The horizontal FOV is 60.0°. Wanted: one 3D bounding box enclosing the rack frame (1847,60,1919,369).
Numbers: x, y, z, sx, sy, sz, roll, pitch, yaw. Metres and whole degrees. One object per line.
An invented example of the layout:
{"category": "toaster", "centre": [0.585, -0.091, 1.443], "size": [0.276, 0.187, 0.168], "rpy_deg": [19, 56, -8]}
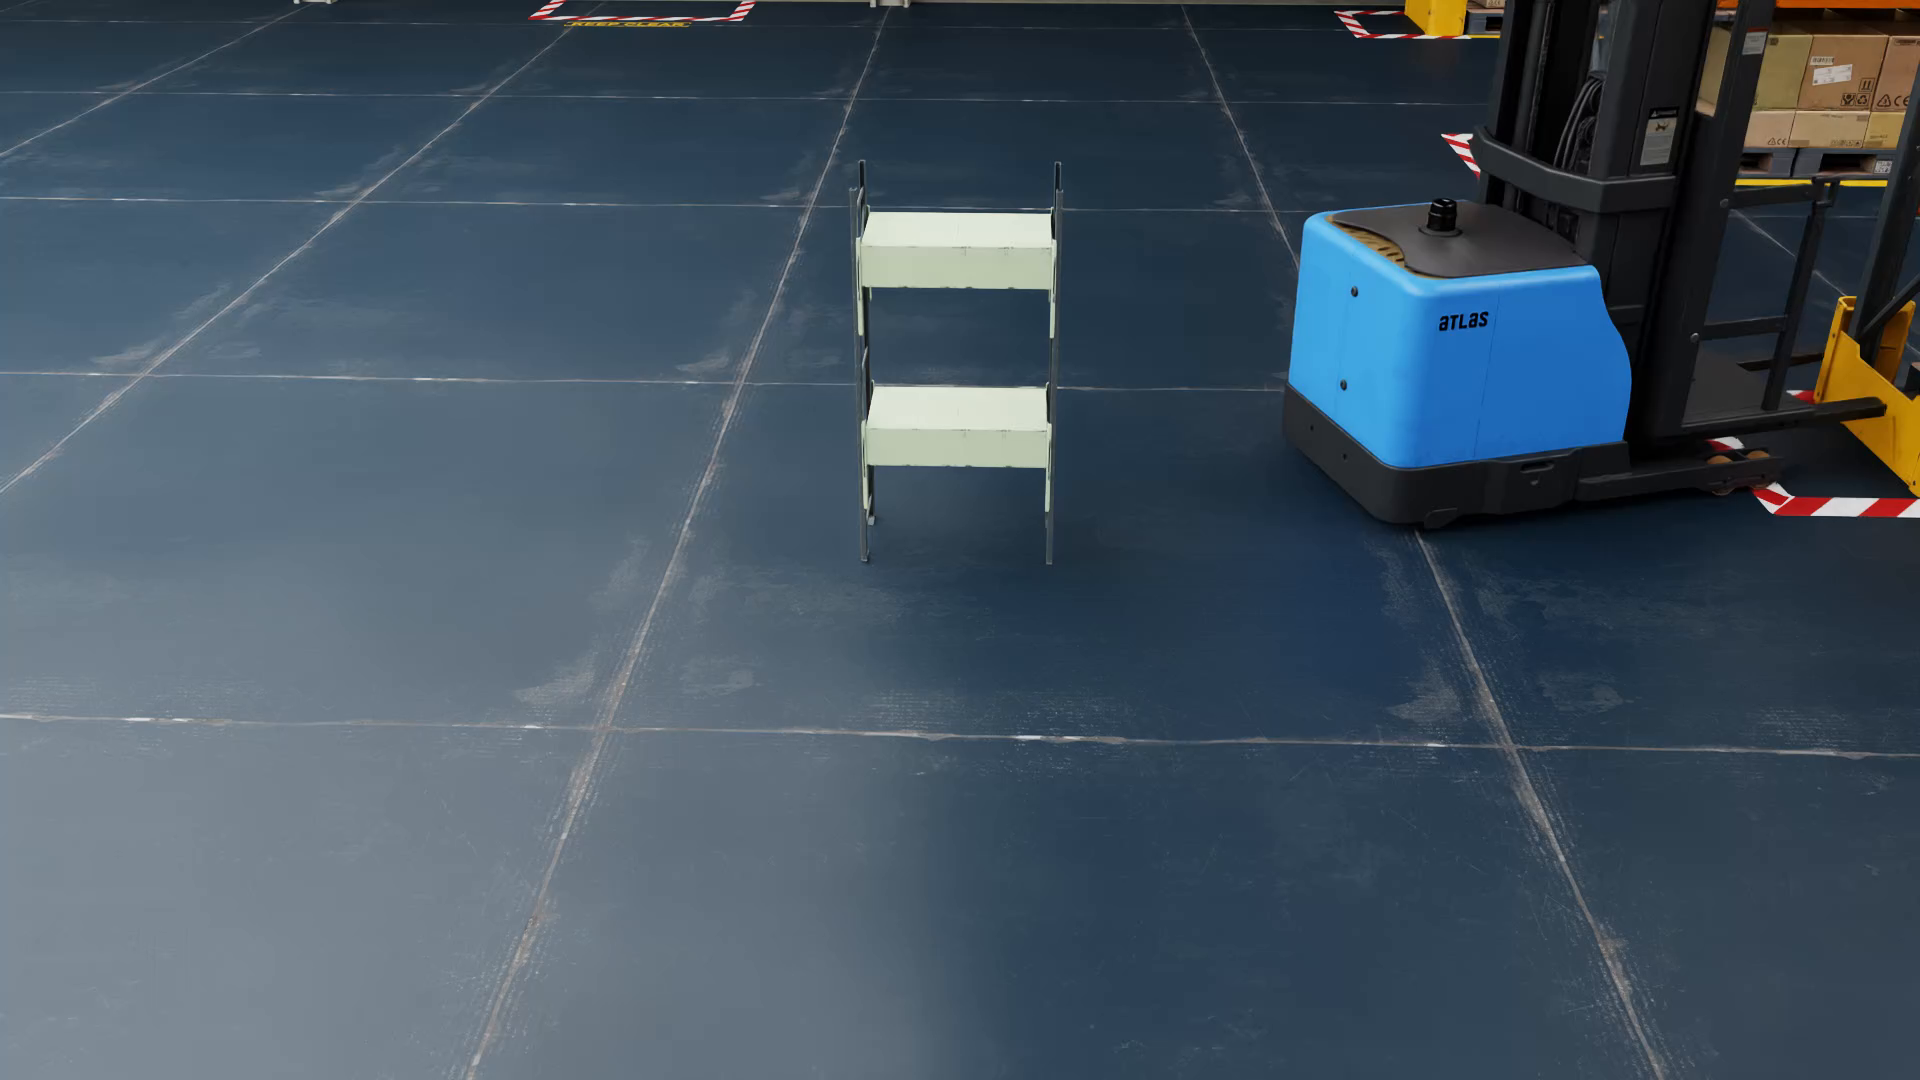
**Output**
{"category": "rack frame", "centre": [4.200, -1.737, 6.824], "size": [0.127, 3.000, 1.000], "rpy_deg": [1, 28, 2]}

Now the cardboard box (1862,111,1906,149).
{"category": "cardboard box", "centre": [6.406, -2.888, 11.482], "size": [0.500, 0.250, 0.500], "rpy_deg": [1, 28, 2]}

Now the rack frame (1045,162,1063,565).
{"category": "rack frame", "centre": [0.359, -0.657, 6.388], "size": [0.023, 1.500, 0.400], "rpy_deg": [1, 28, 2]}

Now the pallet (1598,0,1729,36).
{"category": "pallet", "centre": [6.652, -5.089, 16.125], "size": [1.213, 0.211, 1.003], "rpy_deg": [1, 28, 2]}

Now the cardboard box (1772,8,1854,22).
{"category": "cardboard box", "centre": [5.925, -3.478, 11.795], "size": [0.500, 0.500, 0.500], "rpy_deg": [1, 28, 2]}

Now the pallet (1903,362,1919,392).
{"category": "pallet", "centre": [5.089, -0.510, 7.486], "size": [1.213, 0.211, 1.003], "rpy_deg": [1, 28, 2]}

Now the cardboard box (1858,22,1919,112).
{"category": "cardboard box", "centre": [6.405, -3.218, 11.305], "size": [0.500, 0.500, 0.500], "rpy_deg": [1, 28, 2]}

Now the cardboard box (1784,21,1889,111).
{"category": "cardboard box", "centre": [5.906, -3.235, 11.336], "size": [0.500, 0.500, 0.500], "rpy_deg": [1, 28, 2]}

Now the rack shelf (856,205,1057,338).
{"category": "rack shelf", "centre": [-0.007, -1.008, 6.216], "size": [0.720, 0.370, 0.431], "rpy_deg": [1, 28, 2]}

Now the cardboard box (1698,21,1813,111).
{"category": "cardboard box", "centre": [5.406, -3.237, 11.341], "size": [0.500, 0.500, 0.500], "rpy_deg": [1, 28, 2]}

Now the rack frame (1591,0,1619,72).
{"category": "rack frame", "centre": [4.378, -4.055, 11.198], "size": [0.127, 3.000, 1.000], "rpy_deg": [1, 28, 2]}

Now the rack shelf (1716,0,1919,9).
{"category": "rack shelf", "centre": [6.377, -3.705, 11.304], "size": [4.000, 0.370, 1.077], "rpy_deg": [1, 28, 2]}

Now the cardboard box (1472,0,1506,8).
{"category": "cardboard box", "centre": [5.238, -5.327, 15.997], "size": [0.500, 0.311, 0.500], "rpy_deg": [-2, 28, -4]}

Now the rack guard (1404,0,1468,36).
{"category": "rack guard", "centre": [4.625, -5.269, 16.155], "size": [0.348, 0.500, 1.175], "rpy_deg": [1, 28, 2]}

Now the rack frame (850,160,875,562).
{"category": "rack frame", "centre": [-0.372, -0.669, 6.410], "size": [0.023, 1.500, 0.400], "rpy_deg": [1, 28, 2]}

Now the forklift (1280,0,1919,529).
{"category": "forklift", "centre": [3.025, -1.715, 6.856], "size": [3.031, 2.935, 1.130], "rpy_deg": [-8, 29, -14]}

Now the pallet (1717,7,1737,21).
{"category": "pallet", "centre": [7.875, -5.071, 16.090], "size": [1.213, 0.211, 1.003], "rpy_deg": [1, 28, 2]}

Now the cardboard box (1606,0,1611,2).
{"category": "cardboard box", "centre": [6.539, -5.366, 15.868], "size": [0.500, 0.500, 0.700], "rpy_deg": [-1, 28, -1]}

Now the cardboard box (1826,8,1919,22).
{"category": "cardboard box", "centre": [6.424, -3.469, 11.779], "size": [0.500, 0.500, 0.500], "rpy_deg": [1, 28, 2]}

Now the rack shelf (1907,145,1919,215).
{"category": "rack shelf", "centre": [6.199, -1.386, 6.930], "size": [4.000, 0.370, 1.077], "rpy_deg": [1, 28, 2]}

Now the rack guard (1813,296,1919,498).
{"category": "rack guard", "centre": [4.277, -0.653, 7.449], "size": [0.348, 0.500, 1.175], "rpy_deg": [1, 28, 2]}

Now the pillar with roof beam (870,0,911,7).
{"category": "pillar with roof beam", "centre": [-0.869, -7.502, 11.294], "size": [0.400, 9.000, 9.100], "rpy_deg": [1, 28, 2]}

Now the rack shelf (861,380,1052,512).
{"category": "rack shelf", "centre": [-0.007, -0.375, 6.552], "size": [0.720, 0.370, 0.431], "rpy_deg": [1, 28, 2]}

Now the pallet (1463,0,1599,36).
{"category": "pallet", "centre": [5.436, -5.111, 16.166], "size": [1.213, 0.211, 1.003], "rpy_deg": [1, 28, 2]}

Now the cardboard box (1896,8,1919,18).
{"category": "cardboard box", "centre": [6.924, -3.462, 11.765], "size": [0.500, 0.500, 0.500], "rpy_deg": [1, 28, 2]}

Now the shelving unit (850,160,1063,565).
{"category": "shelving unit", "centre": [-0.007, -0.663, 6.399], "size": [0.755, 1.500, 0.431], "rpy_deg": [1, 28, 2]}

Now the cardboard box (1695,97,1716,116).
{"category": "cardboard box", "centre": [4.907, -2.913, 11.530], "size": [0.500, 0.250, 0.500], "rpy_deg": [1, 28, 2]}

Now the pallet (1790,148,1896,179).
{"category": "pallet", "centre": [6.360, -2.809, 11.823], "size": [1.213, 0.211, 1.003], "rpy_deg": [1, 28, 2]}

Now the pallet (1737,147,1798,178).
{"category": "pallet", "centre": [5.144, -2.830, 11.864], "size": [1.213, 0.211, 1.003], "rpy_deg": [1, 28, 2]}

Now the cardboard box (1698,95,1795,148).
{"category": "cardboard box", "centre": [5.406, -2.907, 11.518], "size": [0.500, 0.250, 0.500], "rpy_deg": [1, 28, 2]}

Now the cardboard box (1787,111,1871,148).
{"category": "cardboard box", "centre": [5.906, -2.898, 11.502], "size": [0.500, 0.250, 0.500], "rpy_deg": [1, 28, 2]}
